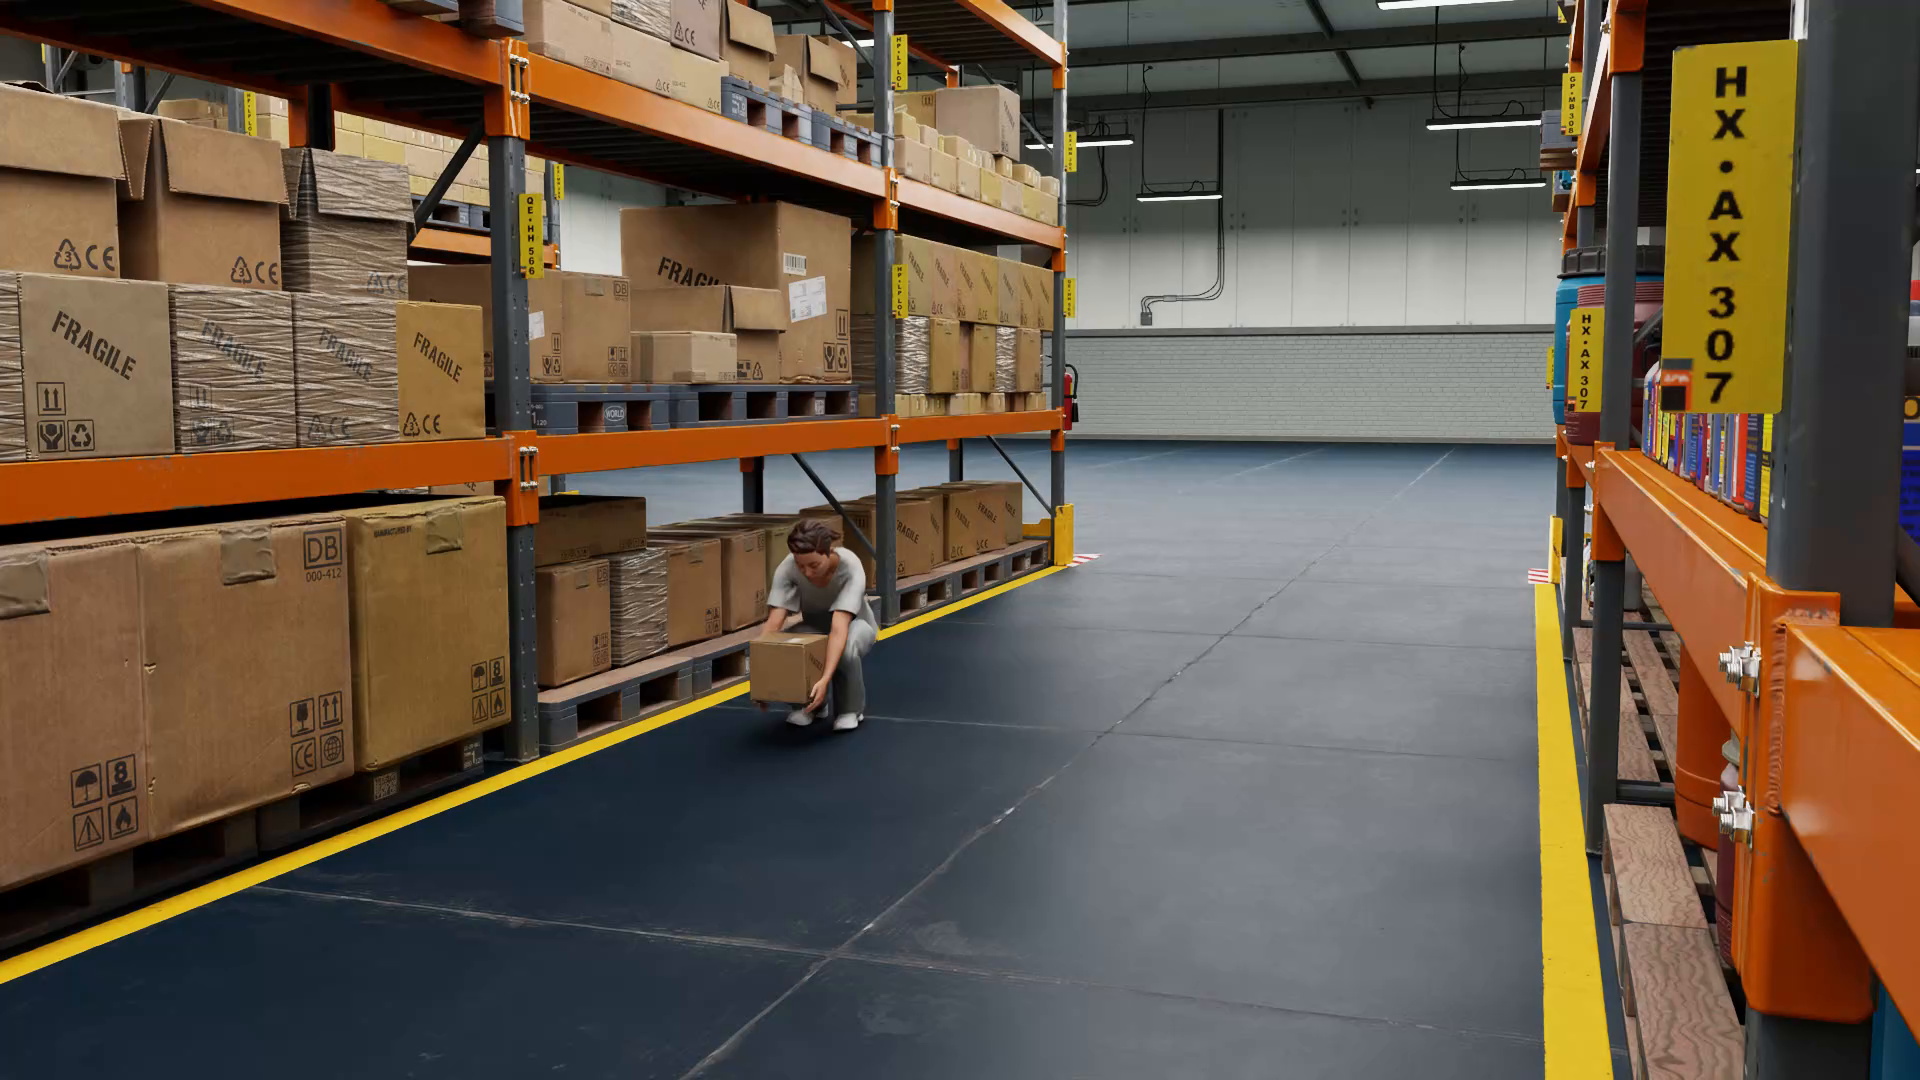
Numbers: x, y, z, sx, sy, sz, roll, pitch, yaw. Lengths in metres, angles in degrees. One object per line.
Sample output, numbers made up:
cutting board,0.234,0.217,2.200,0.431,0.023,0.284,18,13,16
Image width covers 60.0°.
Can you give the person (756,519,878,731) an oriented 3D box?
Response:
person,-0.613,0.364,7.264,0.468,0.951,0.811,2,6,18
